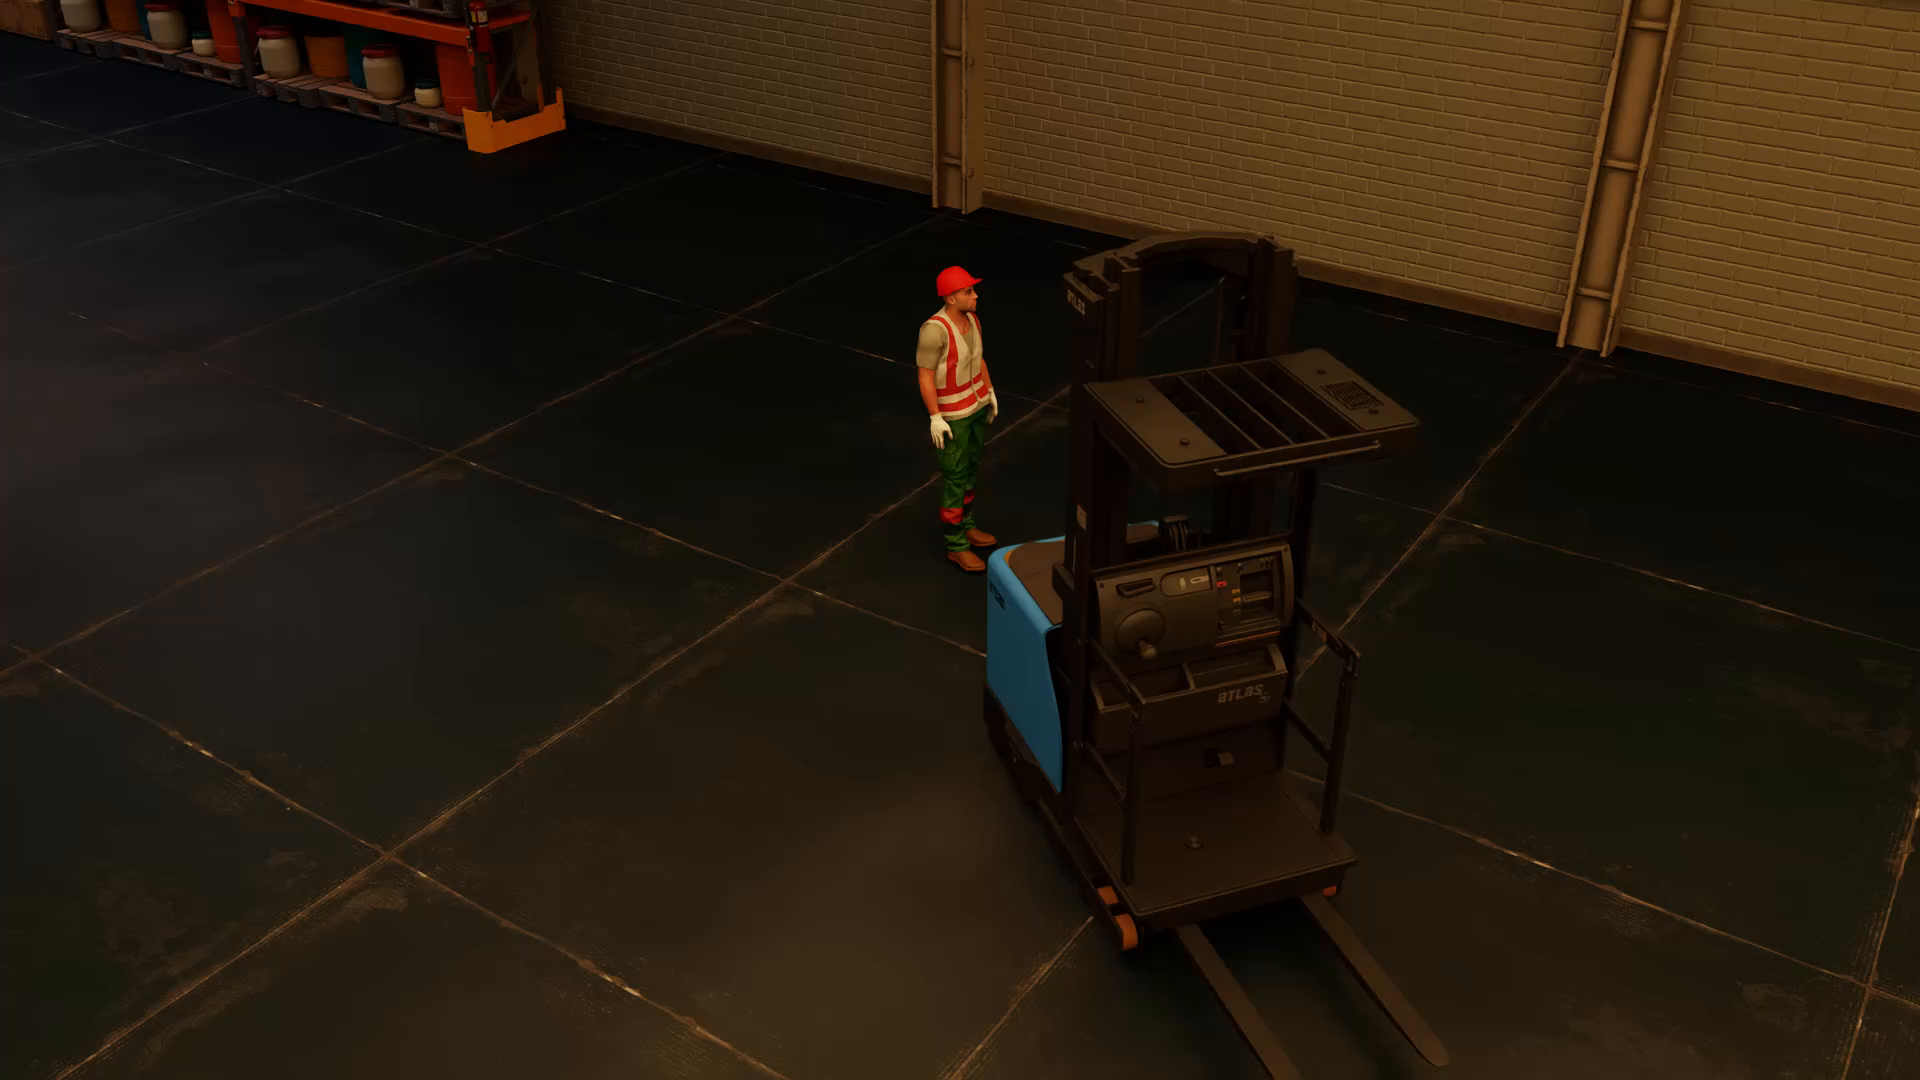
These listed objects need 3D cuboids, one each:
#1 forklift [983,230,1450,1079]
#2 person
[{"bbox_3d":[1.098,0.319,7.031,1.130,2.935,3.031,-10,32,-17],"label":"forklift"},{"bbox_3d":[0.061,-0.752,10.001,0.562,1.789,0.638,19,35,29],"label":"person"}]
